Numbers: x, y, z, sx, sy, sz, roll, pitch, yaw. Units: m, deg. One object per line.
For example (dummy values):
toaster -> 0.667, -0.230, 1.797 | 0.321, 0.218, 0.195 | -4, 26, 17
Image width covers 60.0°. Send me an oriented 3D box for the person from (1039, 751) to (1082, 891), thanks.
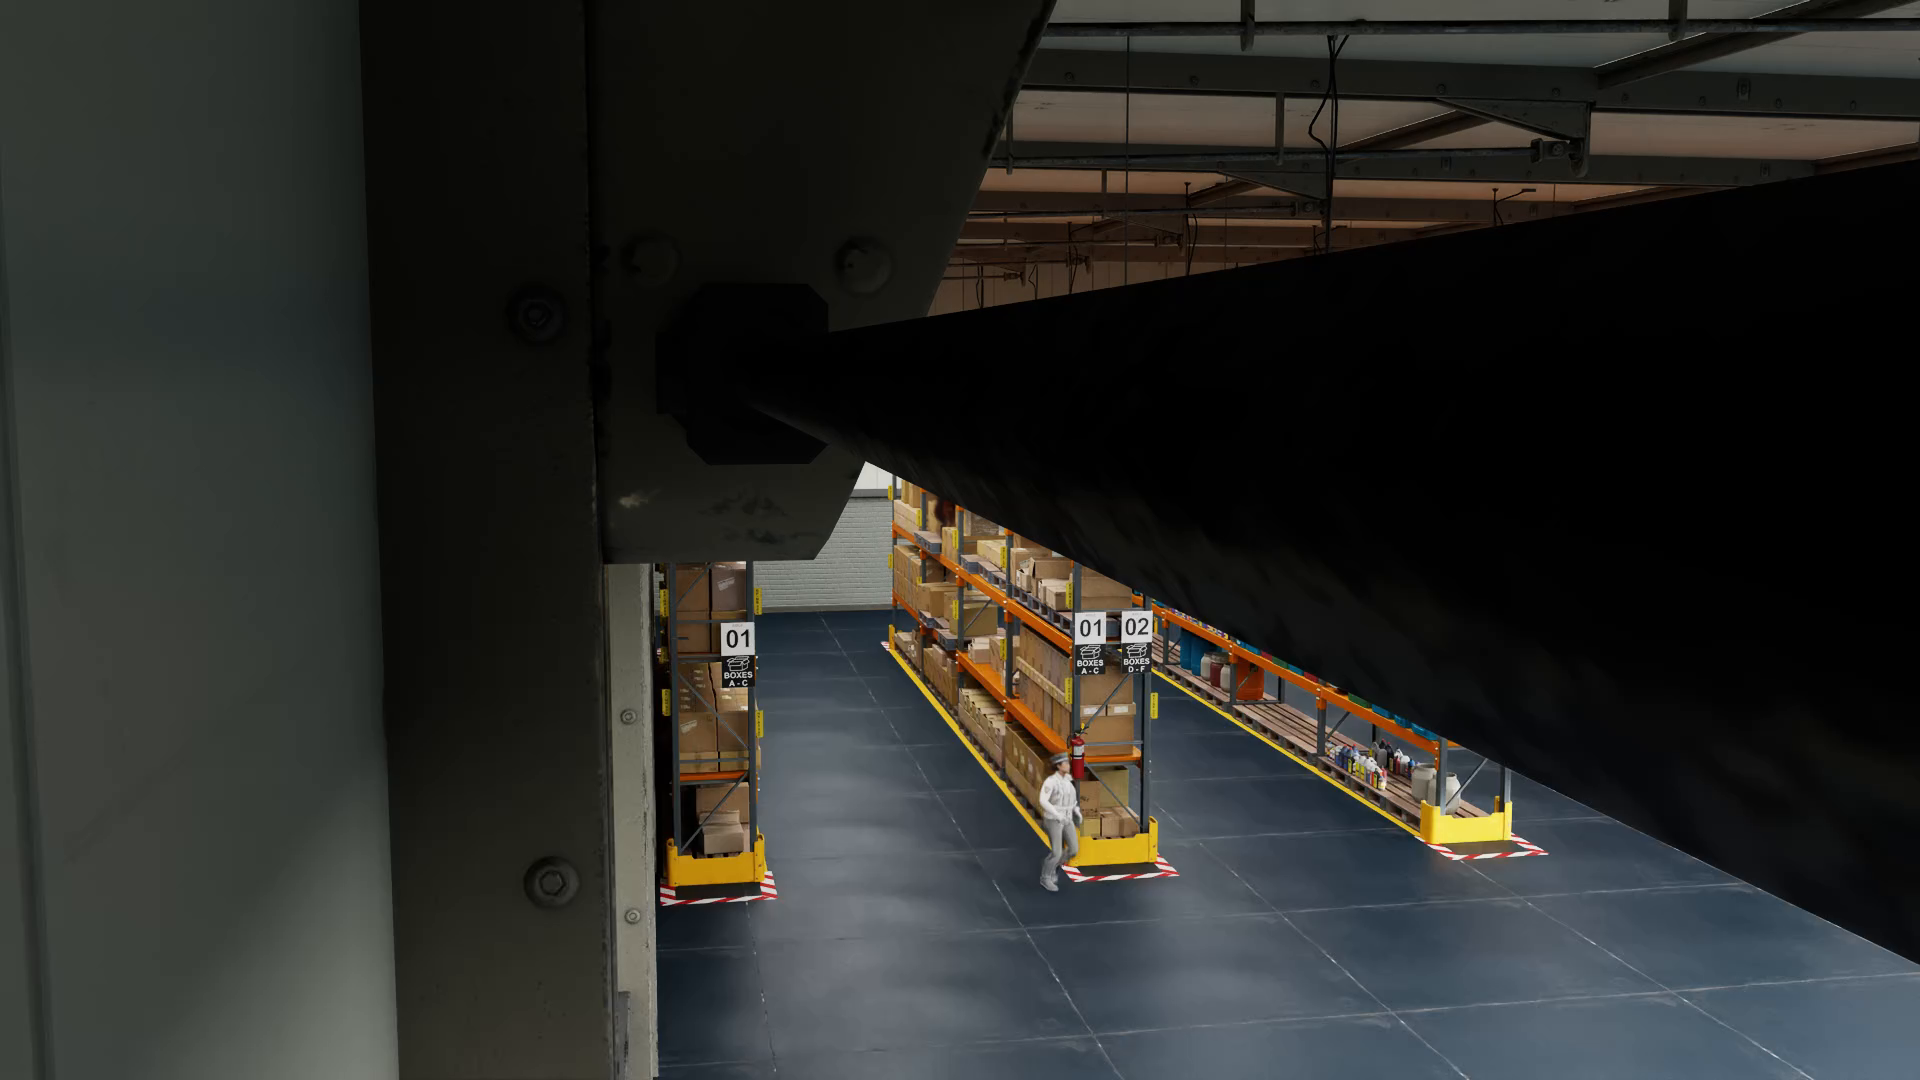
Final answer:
person -> 1.242, 3.365, 19.964 | 0.690, 1.650, 0.471 | -6, 9, -44
